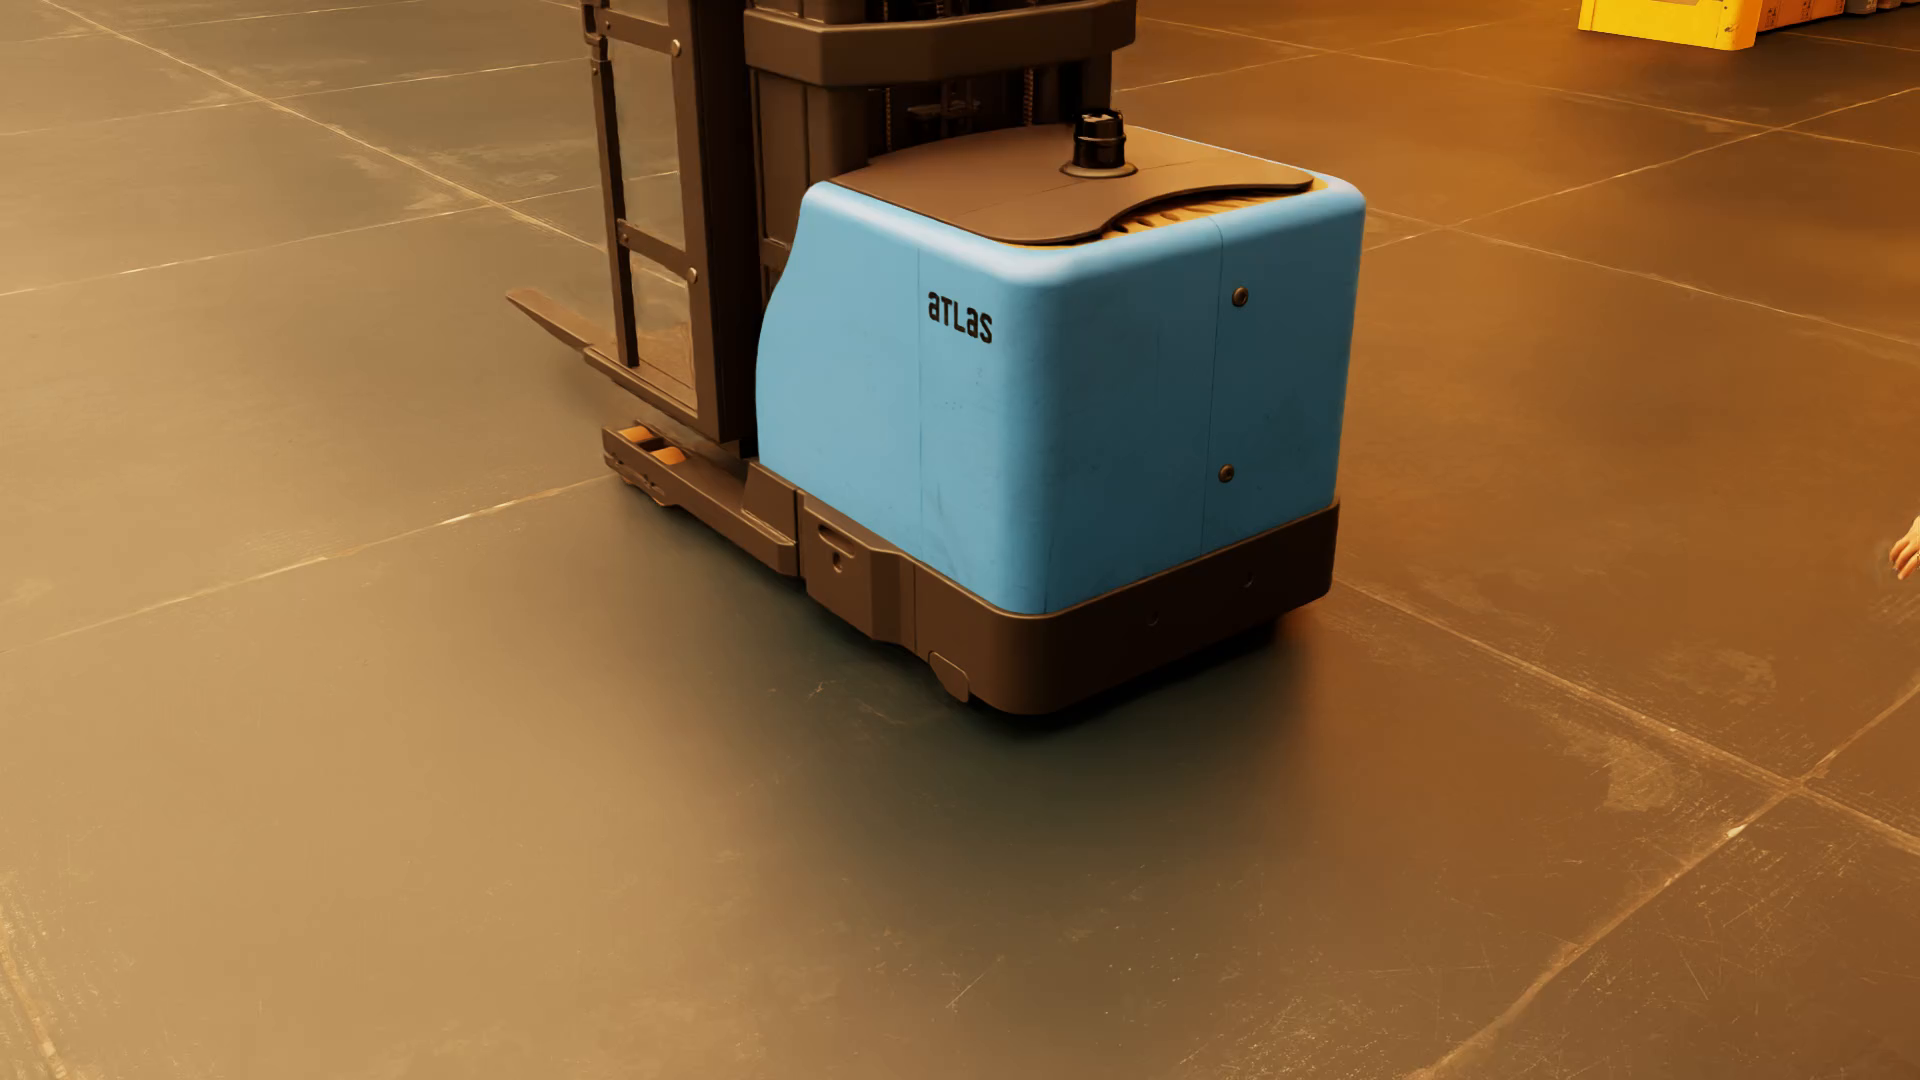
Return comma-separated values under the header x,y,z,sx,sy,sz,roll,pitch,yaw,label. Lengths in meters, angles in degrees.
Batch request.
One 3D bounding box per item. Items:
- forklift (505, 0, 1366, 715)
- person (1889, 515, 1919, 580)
x,y,z,sx,sy,sz,roll,pitch,yaw,label
-0.379,-1.526,4.280,1.130,2.935,3.031,-19,32,-33,forklift
1.848,0.164,2.462,0.665,1.469,0.704,3,27,5,person
